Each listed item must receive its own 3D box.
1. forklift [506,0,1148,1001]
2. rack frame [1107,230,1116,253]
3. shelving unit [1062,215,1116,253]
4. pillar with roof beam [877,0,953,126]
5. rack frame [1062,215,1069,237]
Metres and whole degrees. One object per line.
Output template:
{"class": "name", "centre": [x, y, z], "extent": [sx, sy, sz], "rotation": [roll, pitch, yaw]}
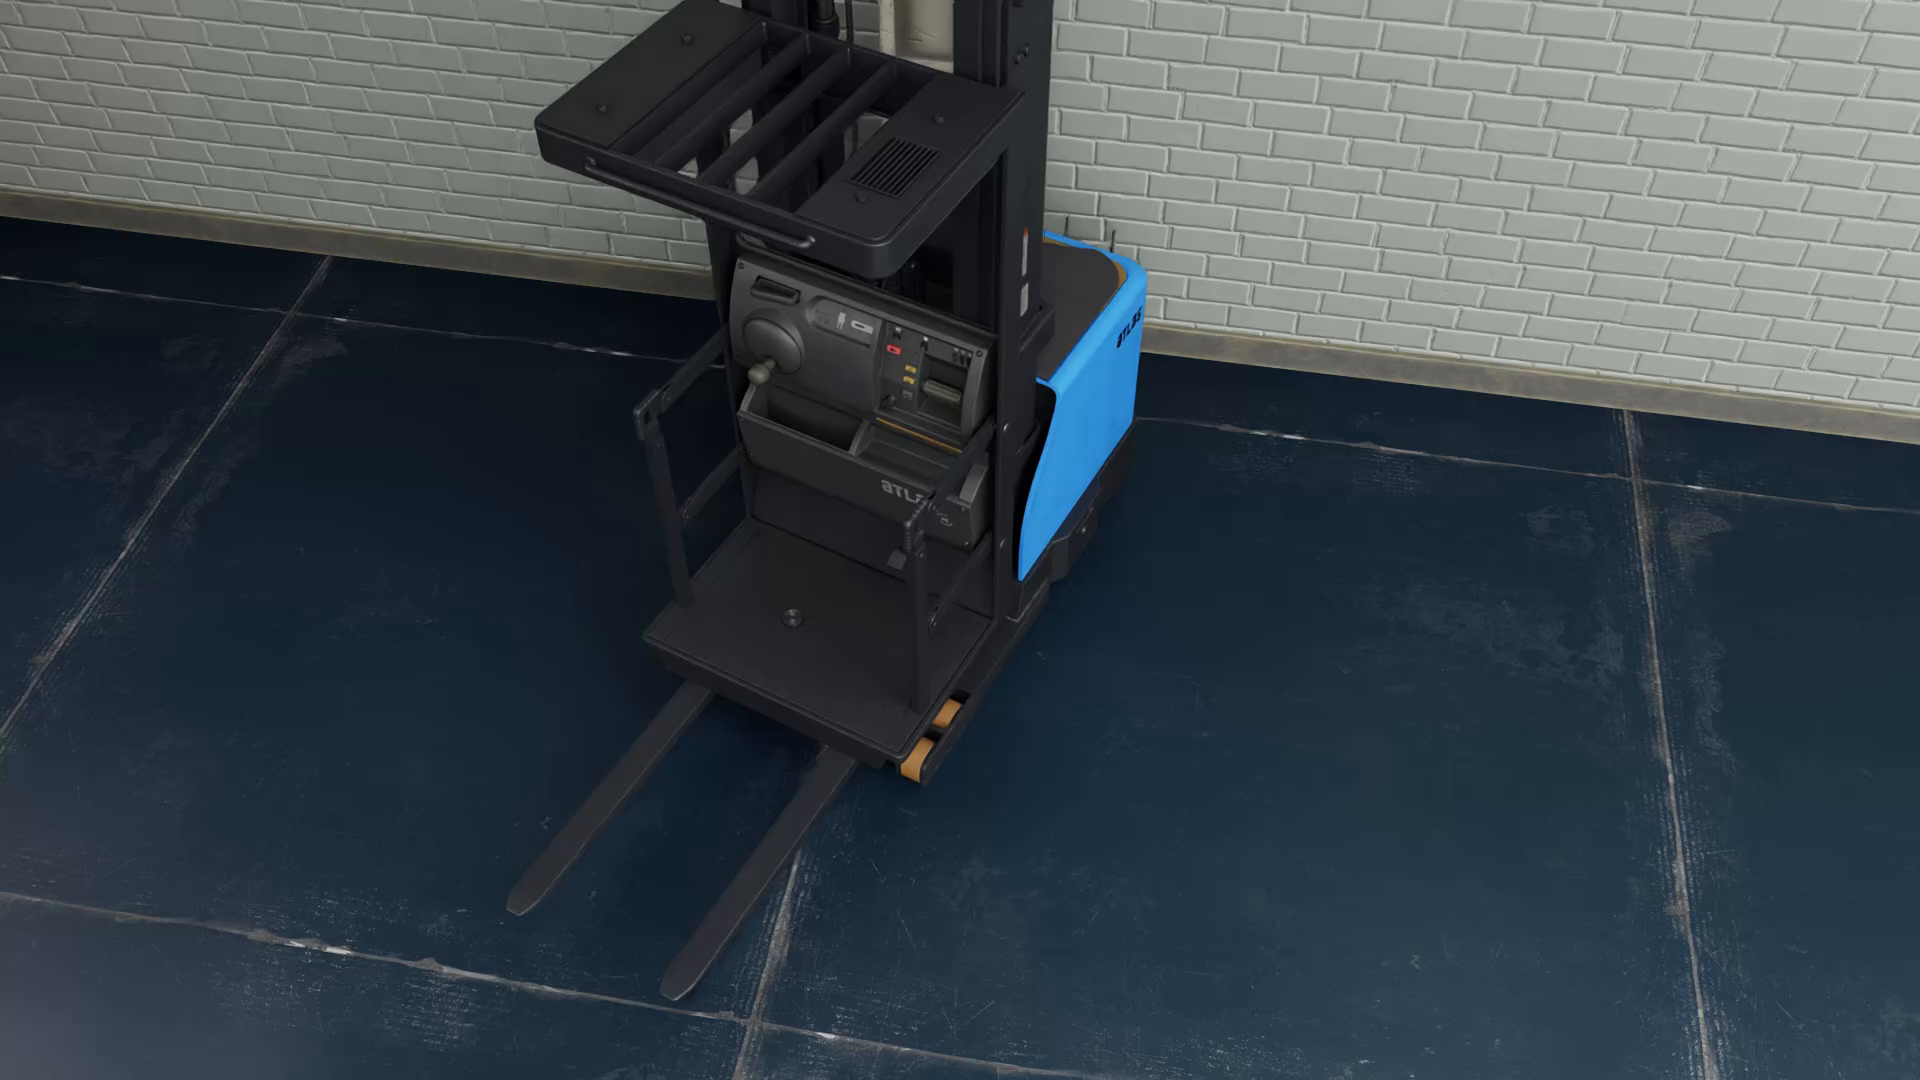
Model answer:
{"class": "forklift", "centre": [-0.438, -0.508, 5.208], "extent": [1.130, 2.935, 3.031], "rotation": [22, 52, 19]}
{"class": "rack frame", "centre": [0.556, -0.848, 6.874], "extent": [0.006, 0.900, 0.240], "rotation": [21, 50, 18]}
{"class": "shelving unit", "centre": [0.465, -0.883, 6.905], "extent": [0.210, 0.900, 0.258], "rotation": [21, 50, 18]}
{"class": "pillar with roof beam", "centre": [-0.847, -0.735, 1.333], "extent": [0.400, 9.000, 9.100], "rotation": [8, 49, 7]}
{"class": "rack frame", "centre": [0.375, -0.918, 6.936], "extent": [0.006, 0.900, 0.240], "rotation": [21, 50, 18]}
